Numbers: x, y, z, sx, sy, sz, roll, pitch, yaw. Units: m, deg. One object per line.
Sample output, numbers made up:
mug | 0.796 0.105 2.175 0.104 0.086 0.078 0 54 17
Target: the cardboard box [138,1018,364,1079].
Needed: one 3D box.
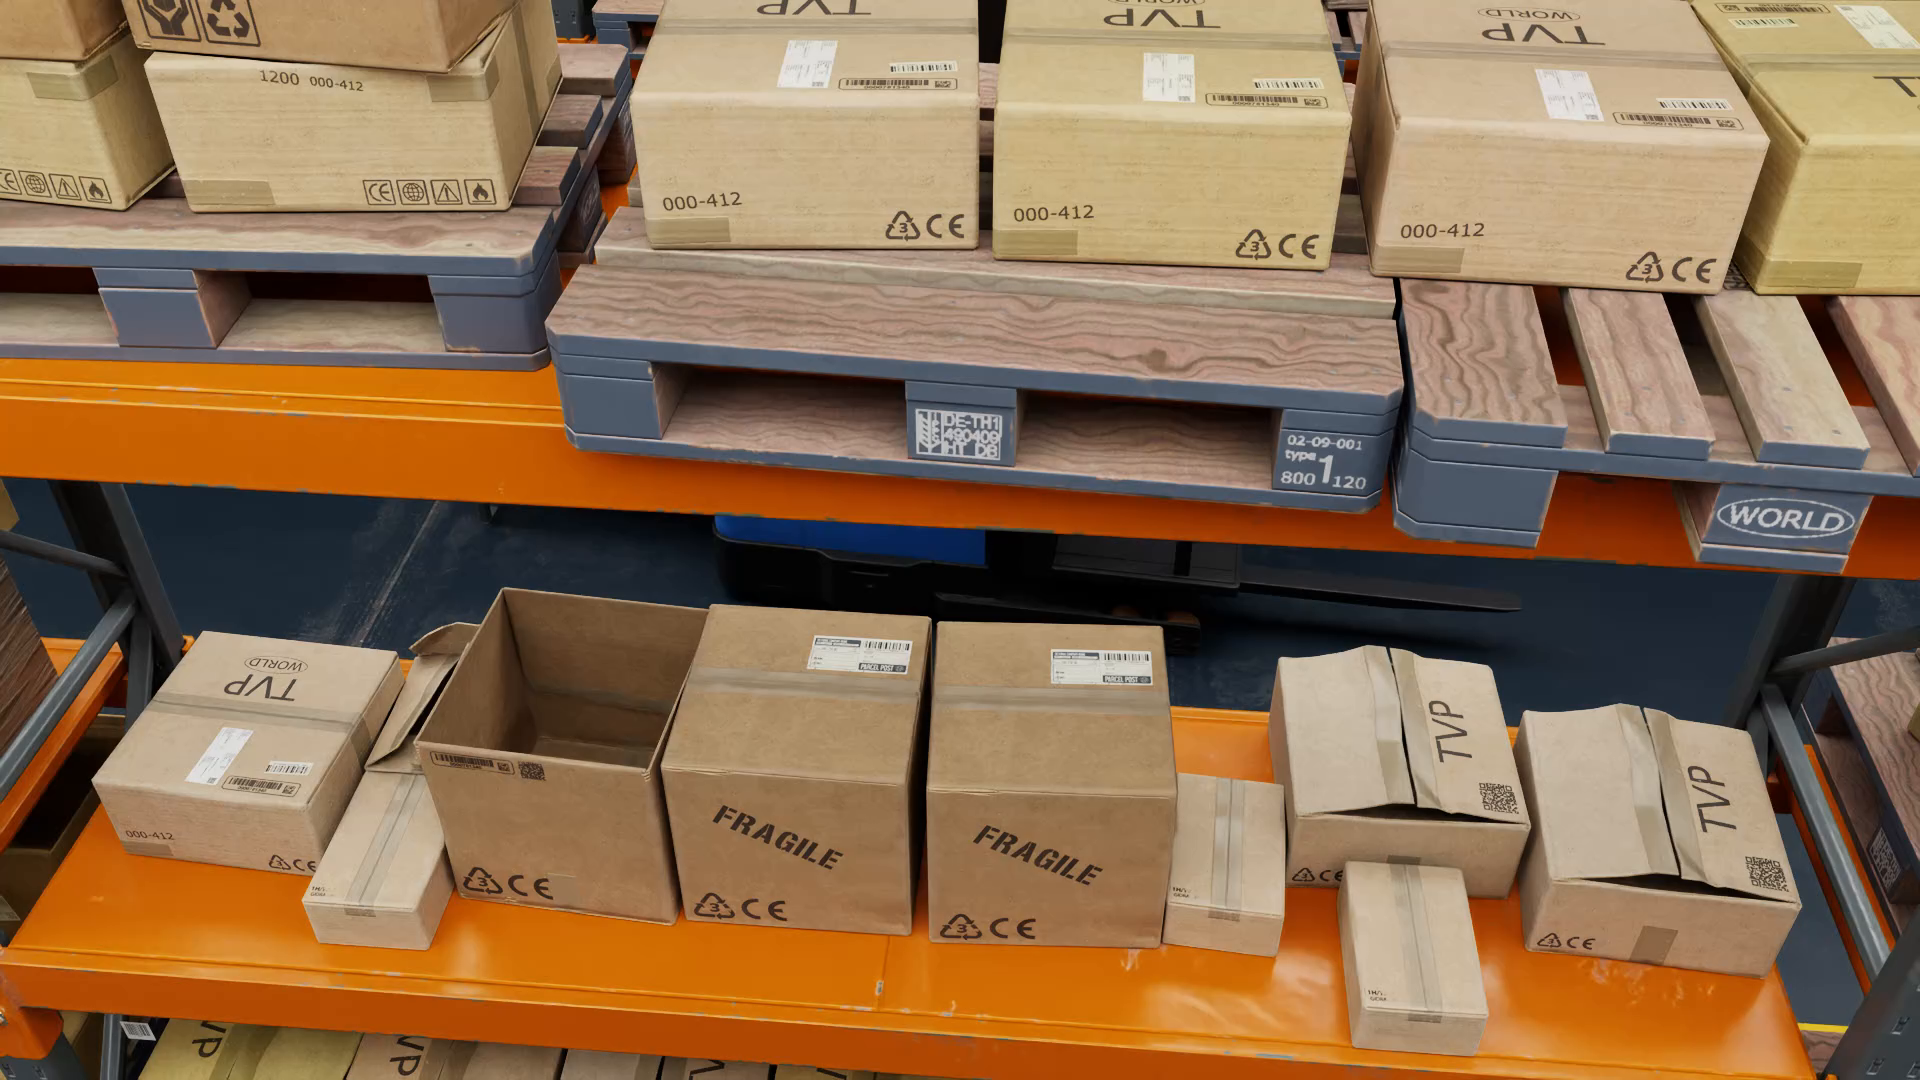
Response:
cardboard box | -1.731 1.299 4.179 0.500 0.311 0.500 3 39 4

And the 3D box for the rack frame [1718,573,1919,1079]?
rack frame | 1.864 0.652 3.573 0.127 3.000 1.000 3 39 4

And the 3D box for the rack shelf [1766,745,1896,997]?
rack shelf | 3.856 1.040 3.666 4.000 0.370 1.077 3 39 4

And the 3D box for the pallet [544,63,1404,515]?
pallet | 0.066 -0.478 2.734 1.213 0.211 1.003 5 39 6

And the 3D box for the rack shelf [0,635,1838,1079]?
rack shelf | -0.129 0.822 3.934 4.000 0.370 1.077 3 39 4

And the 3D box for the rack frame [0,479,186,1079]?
rack frame | -2.121 0.434 3.841 0.127 3.000 1.000 3 39 4

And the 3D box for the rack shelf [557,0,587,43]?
rack shelf | -3.690 -2.512 8.029 4.000 0.370 1.077 3 39 4

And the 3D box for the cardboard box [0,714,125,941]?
cardboard box | -2.556 0.825 4.612 0.500 0.500 0.500 3 39 4

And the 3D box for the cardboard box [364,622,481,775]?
cardboard box | -1.230 0.419 3.966 0.258 0.266 0.396 2 39 3

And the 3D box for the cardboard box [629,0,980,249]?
cardboard box | -0.222 -0.691 2.633 0.500 0.250 0.500 0 39 0

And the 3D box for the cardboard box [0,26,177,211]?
cardboard box | -1.508 -0.794 2.760 0.500 0.250 0.500 7 40 8

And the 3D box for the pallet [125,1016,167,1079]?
pallet | -2.910 1.446 4.806 1.213 0.211 1.003 3 39 4

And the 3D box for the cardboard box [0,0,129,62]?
cardboard box | -1.510 -1.066 2.500 0.500 0.500 0.500 4 39 4

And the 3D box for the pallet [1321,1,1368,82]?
pallet | 1.568 -2.361 7.427 1.003 0.211 1.213 3 39 4

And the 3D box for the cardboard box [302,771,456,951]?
cardboard box | -1.256 0.708 3.703 0.250 0.149 0.380 3 39 4

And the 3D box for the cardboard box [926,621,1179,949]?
cardboard box | 0.191 0.532 3.641 0.500 0.500 0.500 1 39 1

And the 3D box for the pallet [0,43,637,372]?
pallet | -1.241 -0.615 2.905 1.217 0.209 0.805 2 39 2

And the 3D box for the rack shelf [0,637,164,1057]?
rack shelf | -4.114 0.604 4.201 4.000 0.370 1.077 3 39 4

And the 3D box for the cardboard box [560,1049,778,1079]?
cardboard box | -0.717 1.357 4.108 0.500 0.311 0.500 2 39 2

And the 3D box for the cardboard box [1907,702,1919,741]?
cardboard box | 2.501 0.414 3.454 0.500 0.500 0.700 -9 40 -11

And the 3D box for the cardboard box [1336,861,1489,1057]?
cardboard box | 0.944 0.874 3.499 0.250 0.149 0.380 3 39 4

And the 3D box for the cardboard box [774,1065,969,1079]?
cardboard box | -0.199 1.382 4.077 0.500 0.311 0.500 4 39 5

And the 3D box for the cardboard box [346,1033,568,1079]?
cardboard box | -1.233 1.330 4.141 0.500 0.311 0.500 3 39 3

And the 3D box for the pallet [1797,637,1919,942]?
pallet | 2.545 0.719 3.642 1.003 0.211 1.213 3 39 4

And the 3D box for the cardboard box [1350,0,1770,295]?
cardboard box | 0.883 -0.623 2.549 0.500 0.250 0.500 4 39 5

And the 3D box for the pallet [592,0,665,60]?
pallet | -0.949 -2.474 7.565 1.213 0.211 1.003 3 39 4

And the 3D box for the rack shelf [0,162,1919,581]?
rack shelf | -0.129 -0.341 2.987 4.000 0.370 1.077 3 39 4

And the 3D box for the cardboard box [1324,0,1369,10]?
cardboard box | 1.818 -2.692 7.254 0.500 0.500 0.700 -1 39 -1

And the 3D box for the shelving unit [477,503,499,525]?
shelving unit | -1.408 -0.749 6.482 1.048 1.500 0.538 6 40 7

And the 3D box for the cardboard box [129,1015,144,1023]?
cardboard box | -2.557 1.122 4.841 0.500 0.250 0.500 3 39 4

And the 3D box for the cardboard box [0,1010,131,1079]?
cardboard box | -2.602 1.450 4.438 0.500 0.250 0.500 3 39 4

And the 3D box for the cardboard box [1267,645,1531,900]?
cardboard box | 0.989 0.516 3.811 0.500 0.311 0.500 3 39 3

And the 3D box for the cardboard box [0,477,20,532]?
cardboard box | -2.372 0.007 3.772 0.250 0.149 0.380 3 39 4

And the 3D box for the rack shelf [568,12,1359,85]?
rack shelf | 0.295 -2.294 7.762 4.000 0.370 1.077 3 39 4

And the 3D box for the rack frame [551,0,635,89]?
rack frame | -1.698 -2.682 7.668 0.127 3.000 1.000 3 39 4

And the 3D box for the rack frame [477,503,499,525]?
rack frame | -1.910 -0.801 6.546 0.032 1.500 0.500 6 40 7

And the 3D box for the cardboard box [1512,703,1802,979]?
cardboard box | 1.505 0.639 3.659 0.500 0.311 0.500 5 39 7

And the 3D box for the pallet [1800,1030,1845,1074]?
pallet | 2.604 1.798 4.374 1.213 0.211 1.003 3 39 4

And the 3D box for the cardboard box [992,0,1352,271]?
cardboard box | 0.314 -0.661 2.596 0.500 0.250 0.500 2 39 3

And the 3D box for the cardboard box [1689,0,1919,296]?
cardboard box | 1.407 -0.605 2.528 0.500 0.250 0.500 0 39 1

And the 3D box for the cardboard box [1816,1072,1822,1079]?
cardboard box | 2.293 1.655 3.972 0.500 0.500 0.500 5 39 6

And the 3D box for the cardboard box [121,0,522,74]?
cardboard box | -0.941 -1.050 2.480 0.500 0.500 0.500 7 40 8

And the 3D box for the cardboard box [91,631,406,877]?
cardboard box | -1.627 0.492 3.889 0.500 0.250 0.500 5 39 7

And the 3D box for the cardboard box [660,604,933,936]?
cardboard box | -0.334 0.503 3.676 0.500 0.500 0.500 3 39 4

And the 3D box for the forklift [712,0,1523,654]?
forklift | 0.621 -1.073 5.746 3.031 2.935 1.130 6 40 7

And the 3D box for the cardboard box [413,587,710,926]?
cardboard box | -0.833 0.476 3.710 0.500 0.500 0.500 6 40 7

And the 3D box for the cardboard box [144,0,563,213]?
cardboard box | -0.961 -0.766 2.725 0.500 0.250 0.500 0 39 -1

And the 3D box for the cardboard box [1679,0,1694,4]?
cardboard box | 3.270 -2.404 6.996 0.500 0.500 0.500 4 39 5

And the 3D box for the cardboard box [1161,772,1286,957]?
cardboard box | 0.588 0.715 3.694 0.250 0.149 0.380 6 40 7

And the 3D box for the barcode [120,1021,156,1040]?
barcode | -1.903 1.136 3.849 0.075 0.075 0.001 3 39 4

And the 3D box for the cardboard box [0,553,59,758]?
cardboard box | -2.564 0.375 3.834 0.500 0.500 0.700 2 39 3

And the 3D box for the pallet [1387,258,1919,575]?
pallet | 1.180 -0.419 2.662 1.003 0.211 1.213 5 39 6
